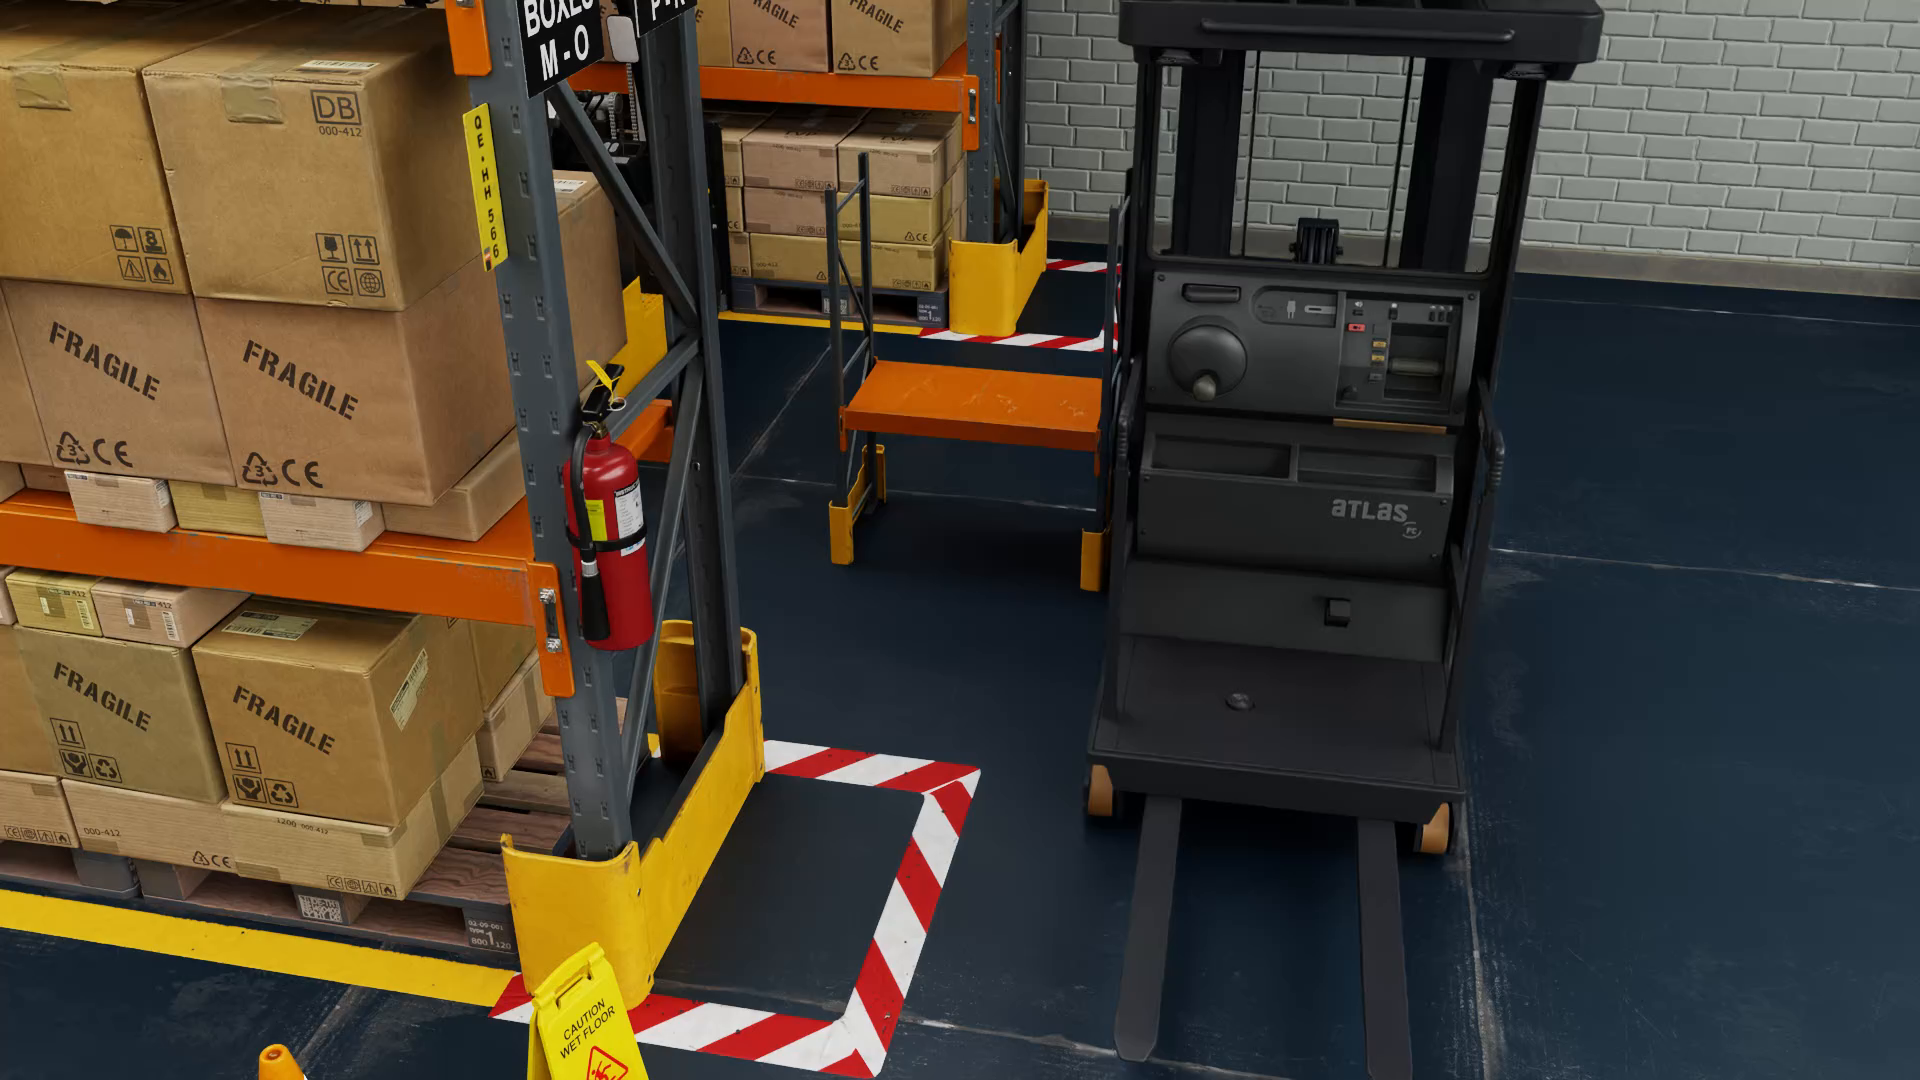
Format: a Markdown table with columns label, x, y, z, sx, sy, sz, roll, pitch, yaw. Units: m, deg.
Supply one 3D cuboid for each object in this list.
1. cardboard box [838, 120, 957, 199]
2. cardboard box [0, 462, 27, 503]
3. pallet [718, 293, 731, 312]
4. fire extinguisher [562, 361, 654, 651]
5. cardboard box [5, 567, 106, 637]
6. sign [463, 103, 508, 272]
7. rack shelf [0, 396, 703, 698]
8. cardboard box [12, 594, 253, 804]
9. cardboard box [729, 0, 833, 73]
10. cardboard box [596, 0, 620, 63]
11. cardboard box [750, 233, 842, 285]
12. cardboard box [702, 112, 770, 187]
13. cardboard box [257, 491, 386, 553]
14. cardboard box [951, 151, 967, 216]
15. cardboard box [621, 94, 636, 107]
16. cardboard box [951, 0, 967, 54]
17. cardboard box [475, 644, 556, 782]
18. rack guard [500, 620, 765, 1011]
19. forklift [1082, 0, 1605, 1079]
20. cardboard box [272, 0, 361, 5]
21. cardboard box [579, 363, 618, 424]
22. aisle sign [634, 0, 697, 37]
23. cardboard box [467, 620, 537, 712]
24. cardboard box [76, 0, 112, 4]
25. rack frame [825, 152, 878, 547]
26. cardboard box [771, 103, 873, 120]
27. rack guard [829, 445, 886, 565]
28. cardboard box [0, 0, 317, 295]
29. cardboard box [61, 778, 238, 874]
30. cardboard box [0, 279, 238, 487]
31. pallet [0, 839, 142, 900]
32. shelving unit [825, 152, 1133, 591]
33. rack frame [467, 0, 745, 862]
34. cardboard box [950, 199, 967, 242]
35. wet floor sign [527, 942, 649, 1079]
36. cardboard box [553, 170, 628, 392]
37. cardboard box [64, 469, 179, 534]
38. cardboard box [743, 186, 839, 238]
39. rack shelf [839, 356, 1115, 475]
| label | x | y | z | sx | sy | sz | roll | pitch | yaw |
| --- | --- | --- | --- | --- | --- | --- | --- | --- | --- |
| cardboard box | -0.318 | -1.980 | 8.627 | 0.500 | 0.250 | 0.500 | 7 | 29 | 12 |
| cardboard box | -2.511 | -0.254 | 4.352 | 0.250 | 0.149 | 0.380 | 6 | 29 | 10 |
| pallet | -1.748 | -1.621 | 9.490 | 1.213 | 0.211 | 1.003 | 6 | 29 | 11 |
| fire extinguisher | -0.819 | -0.070 | 3.835 | 0.183 | 0.674 | 0.296 | 6 | 29 | 11 |
| cardboard box | -2.291 | 0.087 | 4.438 | 0.250 | 0.149 | 0.380 | 6 | 29 | 11 |
| sign | -0.970 | -0.720 | 3.406 | 0.005 | 0.325 | 0.100 | 6 | 29 | 11 |
| rack shelf | -2.791 | -0.217 | 4.772 | 4.000 | 0.370 | 1.077 | 6 | 29 | 11 |
| cardboard box | -2.184 | 0.352 | 4.628 | 0.500 | 0.500 | 0.500 | 7 | 29 | 12 |
| cardboard box | -0.844 | -2.690 | 8.435 | 0.500 | 0.500 | 0.500 | 7 | 29 | 12 |
| cardboard box | -1.839 | -2.786 | 8.611 | 0.500 | 0.500 | 0.500 | 6 | 29 | 11 |
| cardboard box | -0.812 | -1.595 | 8.965 | 0.500 | 0.250 | 0.500 | 6 | 29 | 11 |
| cardboard box | -1.314 | -2.074 | 8.800 | 0.500 | 0.250 | 0.500 | 6 | 29 | 11 |
| cardboard box | -1.516 | -0.132 | 4.129 | 0.250 | 0.149 | 0.380 | 6 | 29 | 10 |
| cardboard box | -0.219 | -2.005 | 9.195 | 0.500 | 0.250 | 0.500 | 6 | 29 | 11 |
| cardboard box | -1.709 | -2.375 | 9.350 | 0.500 | 0.250 | 0.500 | 5 | 29 | 10 |
| cardboard box | -0.229 | -2.887 | 8.796 | 0.500 | 0.500 | 0.500 | 7 | 29 | 12 |
| cardboard box | -1.566 | 0.479 | 5.177 | 0.500 | 0.250 | 0.500 | 6 | 29 | 10 |
| rack guard | -0.909 | 0.757 | 4.847 | 0.348 | 0.500 | 1.175 | 6 | 29 | 11 |
| forklift | 0.985 | -0.527 | 4.660 | 1.130 | 2.935 | 3.031 | 5 | 29 | 9 |
| cardboard box | -3.334 | -2.941 | 8.895 | 0.500 | 0.500 | 0.500 | 5 | 29 | 9 |
| cardboard box | -1.124 | -0.353 | 4.533 | 0.250 | 0.149 | 0.380 | 6 | 29 | 11 |
| aisle sign | -0.710 | -1.612 | 3.863 | 0.004 | 0.787 | 0.394 | 6 | 29 | 11 |
| cardboard box | -1.589 | 0.148 | 5.001 | 0.500 | 0.500 | 0.500 | 5 | 29 | 9 |
| cardboard box | -4.754 | -2.974 | 9.215 | 0.500 | 0.250 | 0.500 | 6 | 29 | 10 |
| rack frame | -0.414 | -0.700 | 6.467 | 0.032 | 1.500 | 0.500 | 6 | 29 | 11 |
| cardboard box | -0.722 | -2.266 | 9.149 | 0.500 | 0.250 | 0.500 | 6 | 29 | 11 |
| rack guard | -0.412 | -0.152 | 6.767 | 0.087 | 0.250 | 0.587 | 6 | 29 | 11 |
| cardboard box | -1.874 | -0.948 | 3.902 | 0.500 | 0.500 | 0.700 | 6 | 29 | 11 |
| cardboard box | -2.187 | 0.680 | 4.811 | 0.500 | 0.250 | 0.500 | 6 | 29 | 11 |
| cardboard box | -1.912 | -0.484 | 4.096 | 0.500 | 0.500 | 0.500 | 6 | 29 | 11 |
| pallet | -2.886 | 0.662 | 5.321 | 1.213 | 0.211 | 1.003 | 6 | 29 | 11 |
| shelving unit | 0.075 | -0.650 | 6.376 | 1.083 | 1.500 | 0.587 | 6 | 29 | 11 |
| rack frame | -0.835 | -0.332 | 4.233 | 0.127 | 3.000 | 1.000 | 6 | 29 | 11 |
| cardboard box | -0.242 | -1.783 | 9.308 | 0.500 | 0.250 | 0.500 | 6 | 29 | 11 |
| wet floor sign | -0.873 | 1.222 | 3.845 | 0.232 | 0.644 | 0.267 | 17 | 33 | 28 |
| cardboard box | -1.240 | -0.684 | 4.462 | 0.500 | 0.500 | 0.500 | 5 | 29 | 10 |
| cardboard box | -2.021 | -0.179 | 4.216 | 0.250 | 0.149 | 0.380 | 6 | 29 | 11 |
| cardboard box | -0.832 | -1.818 | 8.853 | 0.500 | 0.250 | 0.500 | 6 | 29 | 10 |
| rack shelf | 0.083 | -0.492 | 6.461 | 1.000 | 0.185 | 0.538 | 6 | 29 | 11 |
